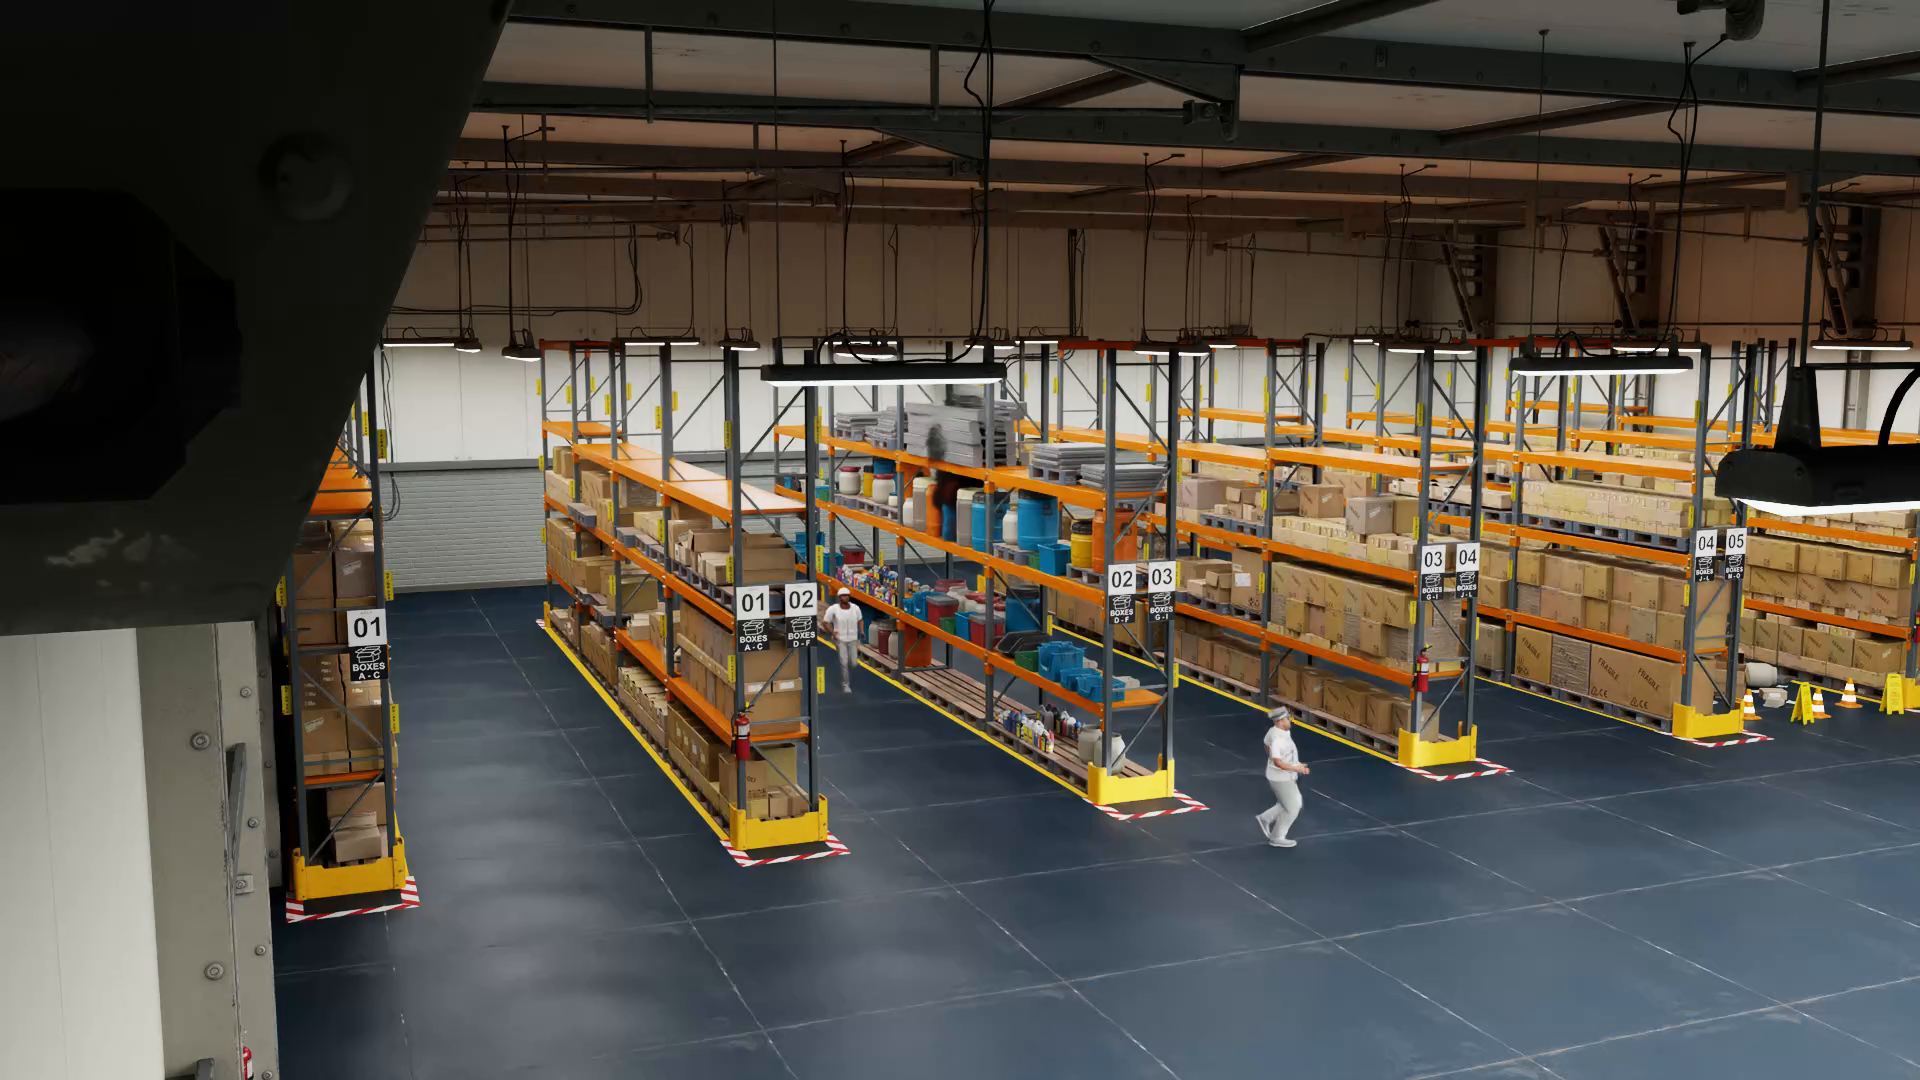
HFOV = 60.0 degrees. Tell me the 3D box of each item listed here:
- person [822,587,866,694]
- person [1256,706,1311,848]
[{"bbox_3d":[-1.913,1.632,27.405,0.702,1.738,0.598,-3,8,-21],"label":"person"},{"bbox_3d":[3.920,2.859,20.148,0.620,1.728,0.658,1,7,7],"label":"person"}]
